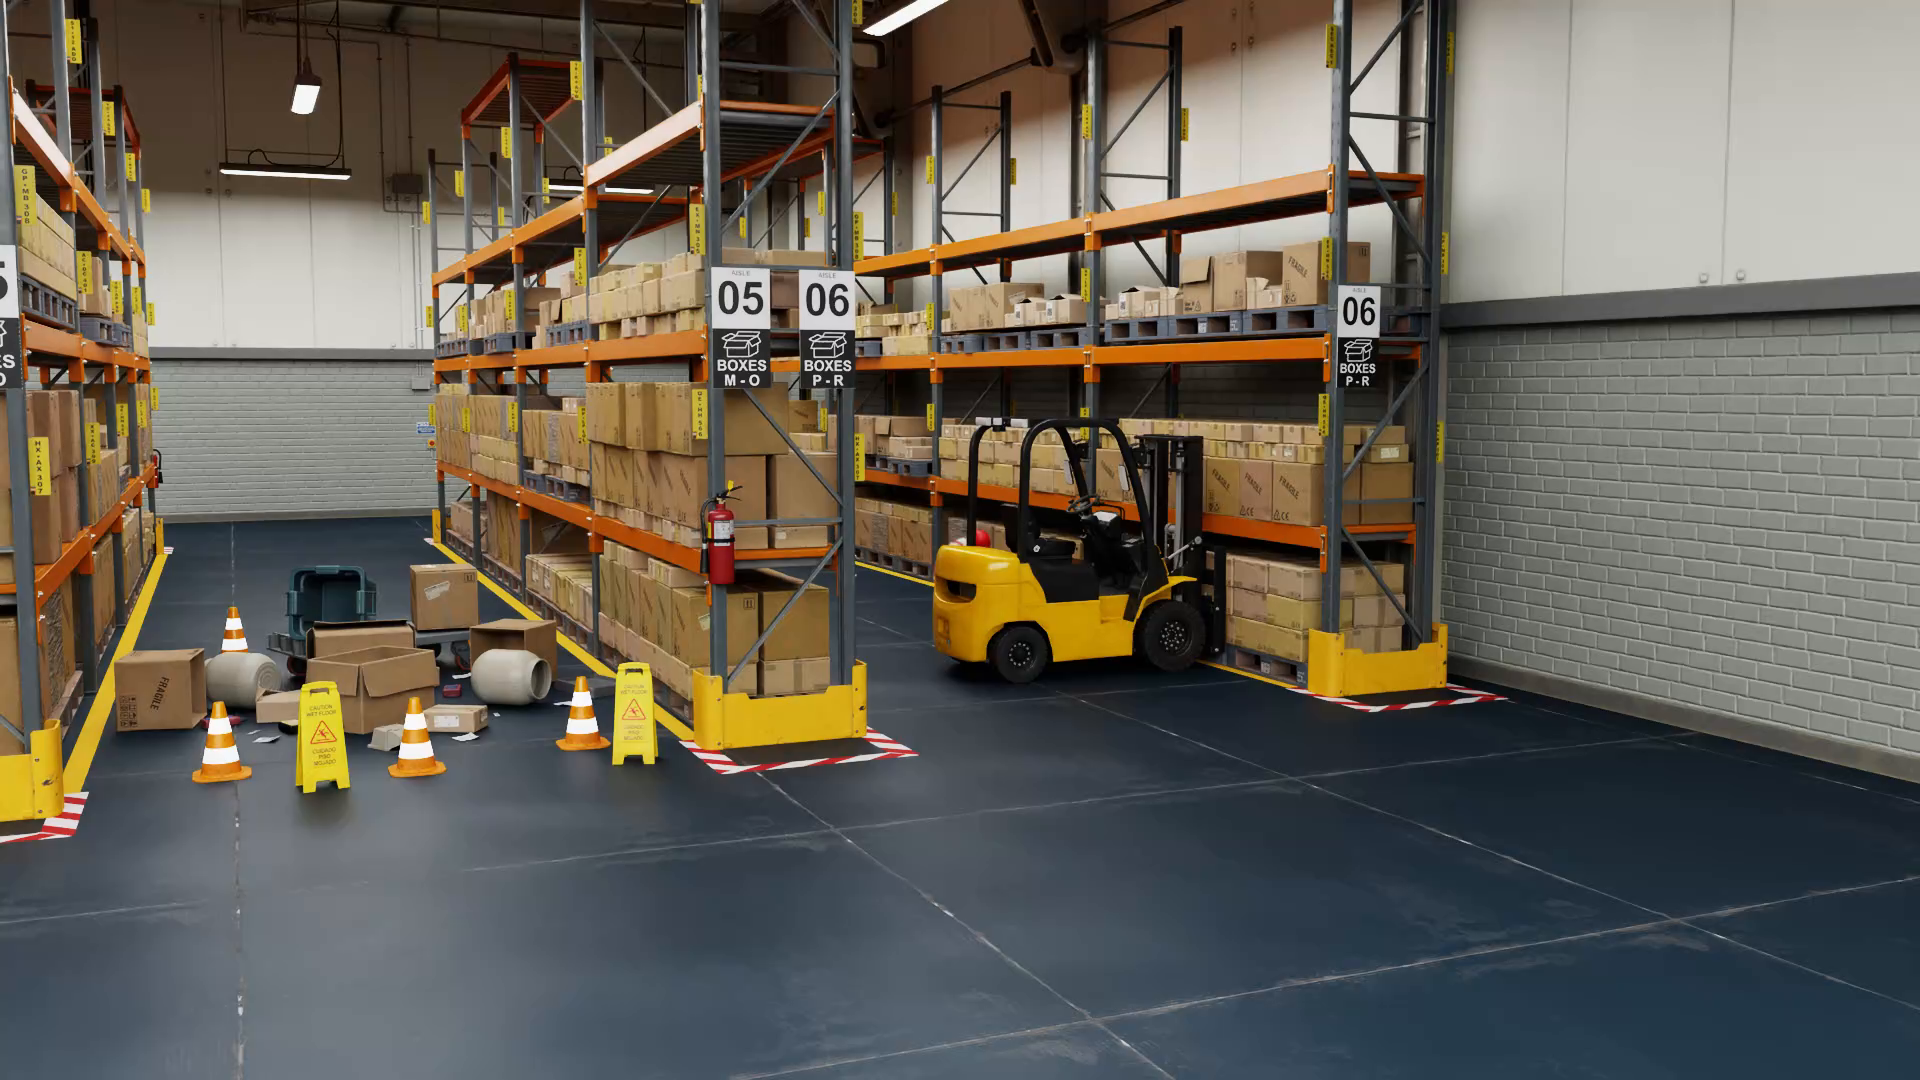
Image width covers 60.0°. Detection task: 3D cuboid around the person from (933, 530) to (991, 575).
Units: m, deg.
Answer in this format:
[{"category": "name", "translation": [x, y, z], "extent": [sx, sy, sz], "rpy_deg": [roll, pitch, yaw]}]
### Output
[{"category": "person", "translation": [0.068, 0.355, 17.235], "extent": [0.534, 0.966, 0.963], "rpy_deg": [-2, 6, -25]}]
